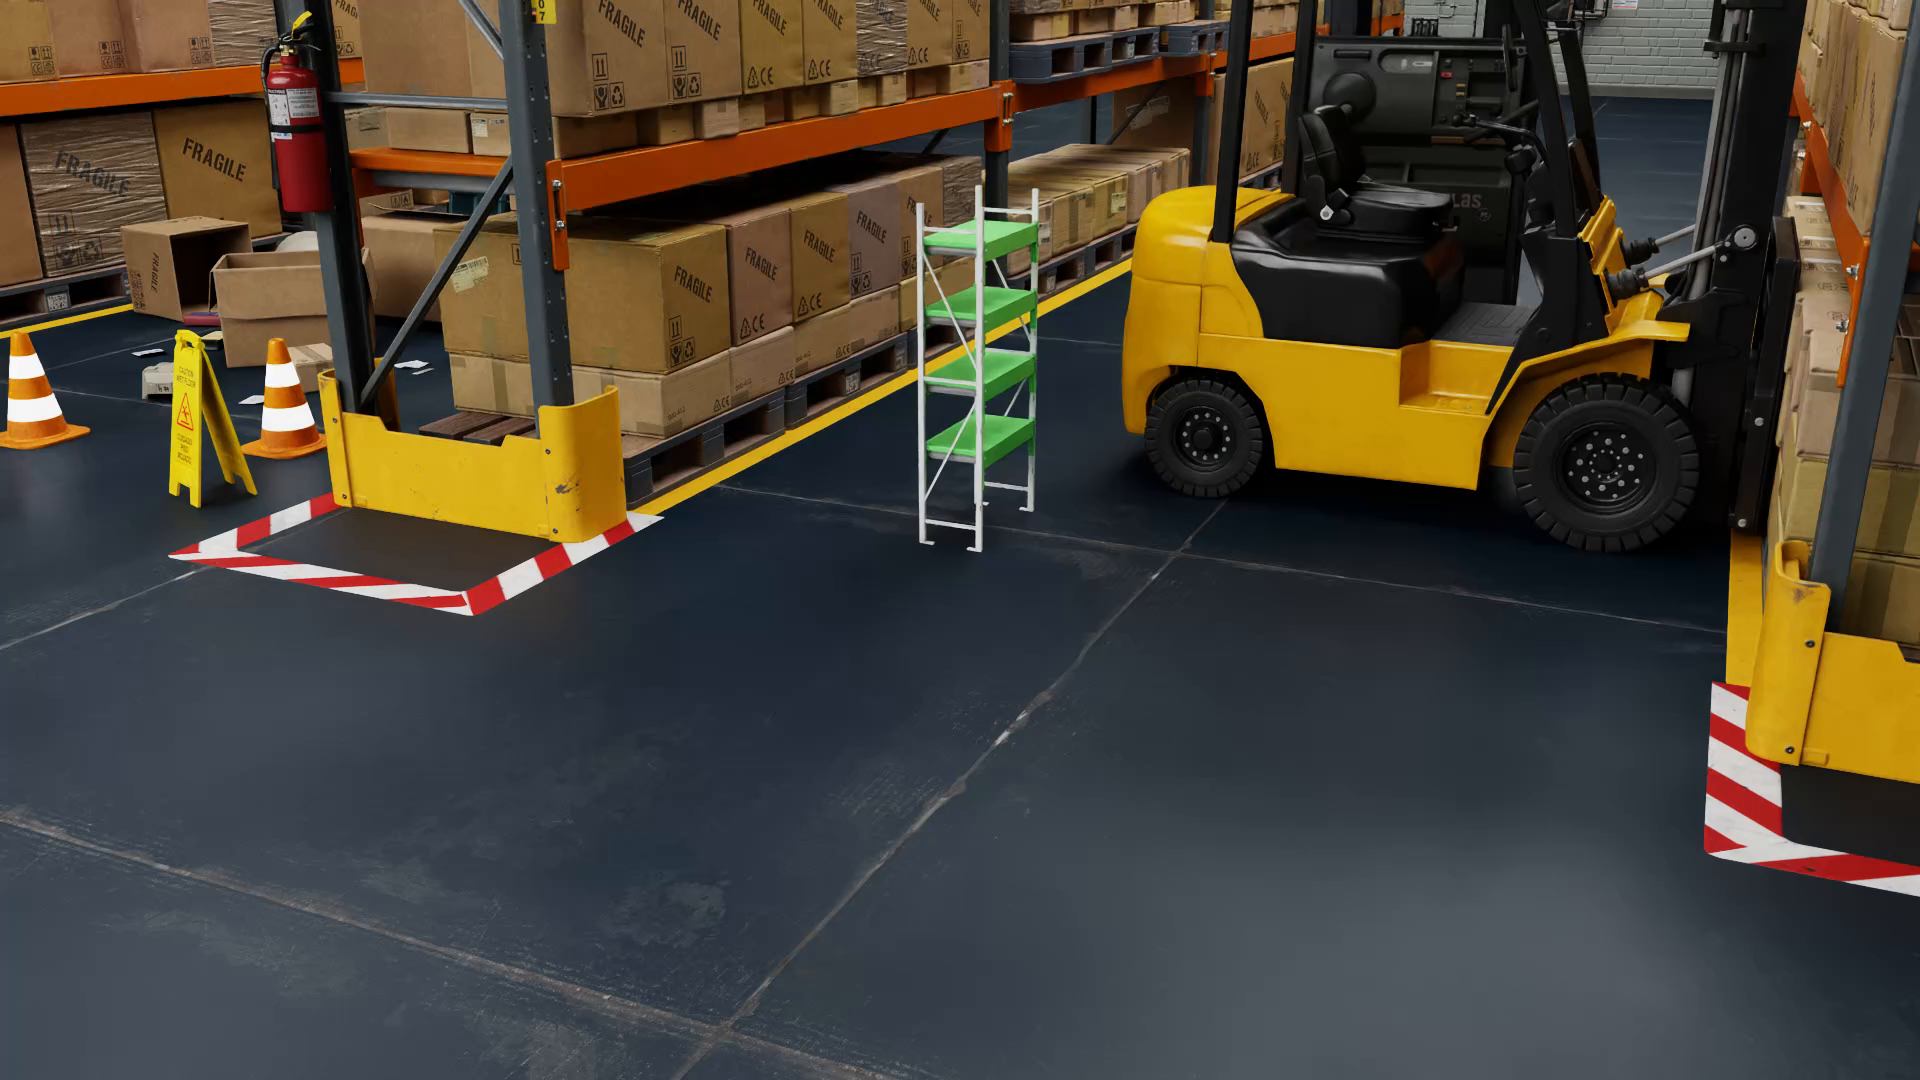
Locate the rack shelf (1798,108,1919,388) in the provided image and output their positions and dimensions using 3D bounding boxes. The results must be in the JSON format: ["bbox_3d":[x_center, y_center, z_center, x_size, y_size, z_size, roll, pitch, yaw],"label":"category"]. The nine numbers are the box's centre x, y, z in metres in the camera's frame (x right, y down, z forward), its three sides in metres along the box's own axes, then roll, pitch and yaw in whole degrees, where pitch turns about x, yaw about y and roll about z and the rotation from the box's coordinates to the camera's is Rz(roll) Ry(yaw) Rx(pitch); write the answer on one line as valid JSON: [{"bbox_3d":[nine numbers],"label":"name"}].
[{"bbox_3d":[3.498,-1.096,5.648,1.077,0.370,4.000,9,21,23],"label":"rack shelf"}]

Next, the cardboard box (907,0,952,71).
[{"bbox_3d":[-0.373,-2.585,8.169,0.500,0.500,0.500,9,22,25],"label":"cardboard box"}]

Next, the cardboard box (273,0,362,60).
[{"bbox_3d":[-4.310,-3.546,11.313,0.500,0.500,0.500,9,21,23],"label":"cardboard box"}]

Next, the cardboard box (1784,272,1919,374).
[{"bbox_3d":[2.984,-0.693,5.426,0.500,0.250,0.500,9,21,23],"label":"cardboard box"}]

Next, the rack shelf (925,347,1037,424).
[{"bbox_3d":[0.068,-0.556,5.931,0.258,0.148,0.480,9,21,23],"label":"rack shelf"}]

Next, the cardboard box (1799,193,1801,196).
[{"bbox_3d":[4.845,-1.523,8.691,0.875,0.625,0.625,8,21,22],"label":"cardboard box"}]

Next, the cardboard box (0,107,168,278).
[{"bbox_3d":[-5.458,-2.113,9.977,0.875,0.875,0.875,9,21,23],"label":"cardboard box"}]

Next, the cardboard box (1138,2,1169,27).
[{"bbox_3d":[1.189,-3.559,11.248,0.380,0.149,0.250,9,21,24],"label":"cardboard box"}]

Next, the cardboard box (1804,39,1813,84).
[{"bbox_3d":[4.921,-2.627,9.102,0.500,0.250,0.500,9,22,24],"label":"cardboard box"}]

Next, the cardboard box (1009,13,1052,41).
[{"bbox_3d":[0.301,-2.932,9.483,0.380,0.149,0.250,9,21,23],"label":"cardboard box"}]

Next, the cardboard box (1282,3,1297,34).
[{"bbox_3d":[2.675,-4.622,14.714,0.500,0.250,0.500,8,21,21],"label":"cardboard box"}]

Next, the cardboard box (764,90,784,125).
[{"bbox_3d":[-0.976,-1.854,7.080,0.380,0.149,0.250,9,22,25],"label":"cardboard box"}]

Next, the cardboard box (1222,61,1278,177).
[{"bbox_3d":[2.152,-3.618,14.209,0.875,0.875,0.875,9,21,23],"label":"cardboard box"}]

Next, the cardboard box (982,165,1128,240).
[{"bbox_3d":[0.574,-2.280,11.198,0.950,0.372,0.625,9,22,24],"label":"cardboard box"}]

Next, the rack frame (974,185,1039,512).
[{"bbox_3d":[0.168,-0.691,6.120,0.240,1.200,0.015,9,21,23],"label":"rack frame"}]

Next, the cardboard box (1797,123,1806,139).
[{"bbox_3d":[5.926,-2.781,11.447,0.380,0.149,0.250,7,21,20],"label":"cardboard box"}]

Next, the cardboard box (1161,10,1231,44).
[{"bbox_3d":[1.855,-3.994,12.946,0.500,0.250,0.500,8,21,22],"label":"cardboard box"}]

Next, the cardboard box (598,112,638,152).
[{"bbox_3d":[-1.433,-1.540,6.197,0.380,0.149,0.250,9,21,24],"label":"cardboard box"}]

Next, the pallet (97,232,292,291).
[{"bbox_3d":[-5.153,-1.839,10.825,1.003,0.211,1.213,9,21,23],"label":"pallet"}]

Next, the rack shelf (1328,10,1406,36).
[{"bbox_3d":[3.882,-5.444,17.875,1.077,0.370,4.000,9,21,23],"label":"rack shelf"}]

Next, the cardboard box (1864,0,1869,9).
[{"bbox_3d":[3.295,-1.868,5.627,0.380,0.149,0.250,8,21,22],"label":"cardboard box"}]

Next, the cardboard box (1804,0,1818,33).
[{"bbox_3d":[5.113,-3.022,9.466,0.500,0.250,0.500,8,21,21],"label":"cardboard box"}]

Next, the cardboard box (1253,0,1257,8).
[{"bbox_3d":[2.070,-4.393,13.322,0.500,0.250,0.500,9,22,24],"label":"cardboard box"}]

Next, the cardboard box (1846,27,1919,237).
[{"bbox_3d":[2.641,-1.057,4.316,0.500,0.500,0.500,8,21,21],"label":"cardboard box"}]

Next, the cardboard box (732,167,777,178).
[{"bbox_3d":[-1.123,-1.874,8.152,0.380,0.149,0.250,10,22,26],"label":"cardboard box"}]

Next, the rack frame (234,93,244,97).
[{"bbox_3d":[-7.616,-5.309,16.420,1.000,3.000,0.127,9,21,23],"label":"rack frame"}]

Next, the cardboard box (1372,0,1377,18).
[{"bbox_3d":[4.124,-5.788,17.619,0.500,0.500,0.500,9,22,24],"label":"cardboard box"}]

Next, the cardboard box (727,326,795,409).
[{"bbox_3d":[-1.053,-0.770,7.133,0.500,0.250,0.500,9,22,25],"label":"cardboard box"}]

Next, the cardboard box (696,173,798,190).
[{"bbox_3d":[-1.123,-1.515,8.111,0.500,0.500,0.500,10,22,26],"label":"cardboard box"}]

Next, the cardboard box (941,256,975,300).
[{"bbox_3d":[-0.210,-1.411,8.937,0.500,0.250,0.500,10,22,25],"label":"cardboard box"}]

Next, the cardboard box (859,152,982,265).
[{"bbox_3d":[-0.211,-1.764,8.811,0.500,0.500,0.500,8,21,22],"label":"cardboard box"}]

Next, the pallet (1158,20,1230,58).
[{"bbox_3d":[1.230,-3.626,11.975,1.213,0.211,1.003,9,21,23],"label":"pallet"}]

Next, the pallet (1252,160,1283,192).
[{"bbox_3d":[2.317,-3.238,14.758,1.003,0.211,1.213,9,21,23],"label":"pallet"}]

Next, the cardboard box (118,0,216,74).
[{"bbox_3d":[-5.115,-3.160,10.153,0.875,0.550,0.550,9,21,23],"label":"cardboard box"}]

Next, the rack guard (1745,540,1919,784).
[{"bbox_3d":[2.669,0.361,4.206,1.175,0.500,0.348,9,21,23],"label":"rack guard"}]

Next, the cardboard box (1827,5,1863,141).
[{"bbox_3d":[3.492,-1.677,6.059,0.500,0.500,0.500,8,21,22],"label":"cardboard box"}]

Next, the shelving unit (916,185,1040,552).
[{"bbox_3d":[0.068,-0.616,5.910,0.258,1.200,0.503,9,21,23],"label":"shelving unit"}]

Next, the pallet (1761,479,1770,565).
[{"bbox_3d":[3.455,-0.121,5.994,1.003,0.211,1.213,9,21,23],"label":"pallet"}]

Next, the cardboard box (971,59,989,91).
[{"bbox_3d":[-0.067,-2.468,8.807,0.380,0.149,0.250,8,21,22],"label":"cardboard box"}]

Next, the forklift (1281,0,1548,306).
[{"bbox_3d":[2.016,-2.062,7.394,1.130,2.935,3.031,7,21,18],"label":"forklift"}]

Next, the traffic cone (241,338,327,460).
[{"bbox_3d":[-2.852,-0.617,7.013,0.336,0.463,0.334,9,21,23],"label":"traffic cone"}]

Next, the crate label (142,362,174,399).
[{"bbox_3d":[-3.739,-0.761,7.903,0.250,0.136,0.298,-2,20,-5],"label":"crate label"}]

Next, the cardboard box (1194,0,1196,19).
[{"bbox_3d":[1.505,-3.896,12.196,0.380,0.149,0.250,9,22,25],"label":"cardboard box"}]

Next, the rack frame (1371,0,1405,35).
[{"bbox_3d":[4.701,-6.395,19.473,1.000,3.000,0.127,9,21,23],"label":"rack frame"}]

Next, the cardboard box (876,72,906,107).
[{"bbox_3d":[-0.480,-2.157,7.932,0.380,0.149,0.250,8,21,22],"label":"cardboard box"}]

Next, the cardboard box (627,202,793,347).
[{"bbox_3d":[-1.049,-1.136,7.043,0.500,0.500,0.500,8,21,21],"label":"cardboard box"}]

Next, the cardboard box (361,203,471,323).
[{"bbox_3d":[-3.066,-1.563,9.409,0.797,0.637,0.503,9,21,23],"label":"cardboard box"}]

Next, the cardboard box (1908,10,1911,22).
[{"bbox_3d":[2.565,-1.321,4.089,0.380,0.149,0.250,9,21,23],"label":"cardboard box"}]

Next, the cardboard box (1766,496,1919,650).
[{"bbox_3d":[2.583,0.087,4.724,0.500,0.250,0.500,9,21,23],"label":"cardboard box"}]

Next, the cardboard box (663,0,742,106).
[{"bbox_3d":[-1.195,-1.956,6.400,0.500,0.500,0.500,9,22,24],"label":"cardboard box"}]

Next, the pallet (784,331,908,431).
[{"bbox_3d":[-0.954,-0.828,7.982,1.003,0.211,1.213,9,21,23],"label":"pallet"}]

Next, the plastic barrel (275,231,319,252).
[{"bbox_3d":[-3.836,-1.604,9.846,0.421,0.421,0.512,-9,22,-24],"label":"plastic barrel"}]

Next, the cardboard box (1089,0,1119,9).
[{"bbox_3d":[0.660,-3.518,10.164,0.500,0.500,0.500,8,21,22],"label":"cardboard box"}]

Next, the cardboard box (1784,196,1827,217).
[{"bbox_3d":[3.832,-1.315,7.175,0.500,0.250,0.500,8,21,22],"label":"cardboard box"}]

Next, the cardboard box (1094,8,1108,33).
[{"bbox_3d":[0.704,-3.252,10.385,0.380,0.149,0.250,9,21,23],"label":"cardboard box"}]

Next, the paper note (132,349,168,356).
[{"bbox_3d":[-4.235,-0.986,8.698,0.144,0.017,0.142,18,26,41],"label":"paper note"}]
